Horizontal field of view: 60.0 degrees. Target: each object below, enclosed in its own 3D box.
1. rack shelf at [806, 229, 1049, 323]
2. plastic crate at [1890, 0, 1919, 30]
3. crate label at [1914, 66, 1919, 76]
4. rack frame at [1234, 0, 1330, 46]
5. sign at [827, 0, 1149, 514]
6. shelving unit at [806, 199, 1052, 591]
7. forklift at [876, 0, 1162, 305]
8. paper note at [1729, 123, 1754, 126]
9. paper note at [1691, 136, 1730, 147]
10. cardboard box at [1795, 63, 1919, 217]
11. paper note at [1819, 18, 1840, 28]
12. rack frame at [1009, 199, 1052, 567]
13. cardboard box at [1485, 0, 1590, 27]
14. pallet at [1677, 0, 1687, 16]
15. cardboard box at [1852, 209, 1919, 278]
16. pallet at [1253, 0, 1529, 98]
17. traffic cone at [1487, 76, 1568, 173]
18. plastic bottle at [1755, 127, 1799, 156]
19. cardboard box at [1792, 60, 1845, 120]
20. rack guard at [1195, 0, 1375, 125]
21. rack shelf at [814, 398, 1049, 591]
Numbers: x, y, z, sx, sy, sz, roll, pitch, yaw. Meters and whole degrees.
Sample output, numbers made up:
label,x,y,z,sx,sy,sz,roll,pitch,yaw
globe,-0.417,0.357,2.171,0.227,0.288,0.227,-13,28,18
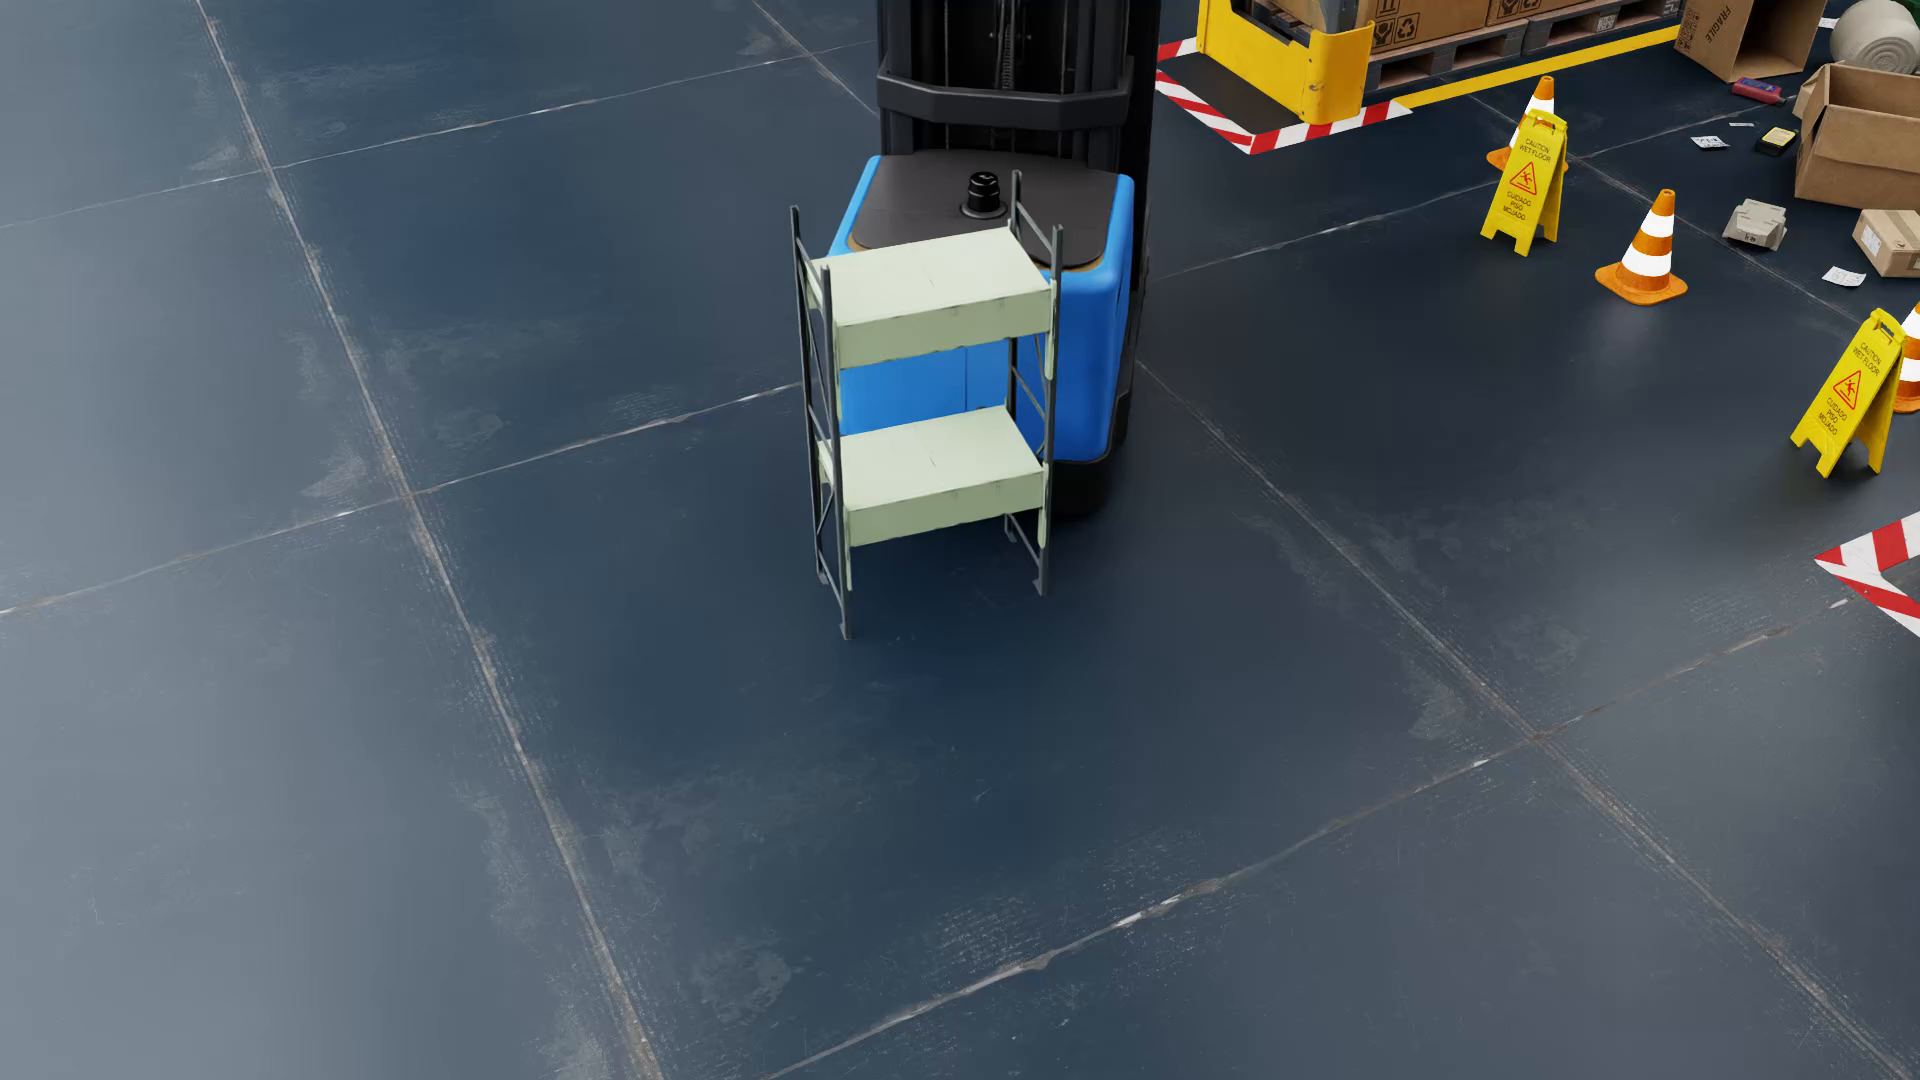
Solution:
label,x,y,z,sx,sy,sz,roll,pitch,yaw
rack shelf,-0.106,-0.787,5.264,0.686,0.124,0.368,-12,42,-14
plastic crate,5.781,-3.072,9.689,0.662,0.188,0.450,2,30,2
crate label,5.477,-2.715,9.352,0.298,0.136,0.250,15,42,17
rack frame,1.780,-3.734,8.339,0.053,2.616,0.949,-19,44,-21
sign,0.170,-1.760,6.142,2.025,2.768,2.177,-19,44,-21
shelving unit,-0.101,-0.416,5.580,0.731,1.308,0.431,-12,42,-14
forklift,0.267,-2.169,6.544,1.121,2.935,3.031,6,41,7
paper note,4.163,-2.212,8.855,0.123,0.001,0.032,2,40,2
paper note,3.920,-2.081,8.686,0.142,0.017,0.144,-5,40,-6
cardboard box,4.547,-1.948,8.161,0.797,0.503,0.637,15,42,17
paper note,5.152,-3.073,9.856,0.147,0.020,0.142,15,42,17
rack frame,0.242,-0.489,5.667,0.010,1.308,0.380,-12,42,-14
cardboard box,3.132,-3.585,9.483,0.875,0.875,0.875,-19,44,-21
pallet,4.619,-3.679,10.433,1.213,0.211,1.003,-19,44,-21
cardboard box,4.387,-1.386,7.772,0.250,0.149,0.380,2,40,2
pallet,2.455,-2.951,9.573,1.213,0.211,1.003,-19,44,-21
traffic cone,2.909,-2.108,8.383,0.334,0.463,0.336,-19,44,-21
plastic bottle,4.269,-2.091,8.673,0.133,0.061,0.283,31,49,31
cardboard box,4.656,-2.314,8.778,0.258,0.266,0.396,-12,42,-13
rack guard,1.761,-2.771,9.136,0.348,0.500,1.175,-19,44,-21
rack shelf,-0.106,-0.166,5.790,0.720,0.370,0.431,-12,42,-14
